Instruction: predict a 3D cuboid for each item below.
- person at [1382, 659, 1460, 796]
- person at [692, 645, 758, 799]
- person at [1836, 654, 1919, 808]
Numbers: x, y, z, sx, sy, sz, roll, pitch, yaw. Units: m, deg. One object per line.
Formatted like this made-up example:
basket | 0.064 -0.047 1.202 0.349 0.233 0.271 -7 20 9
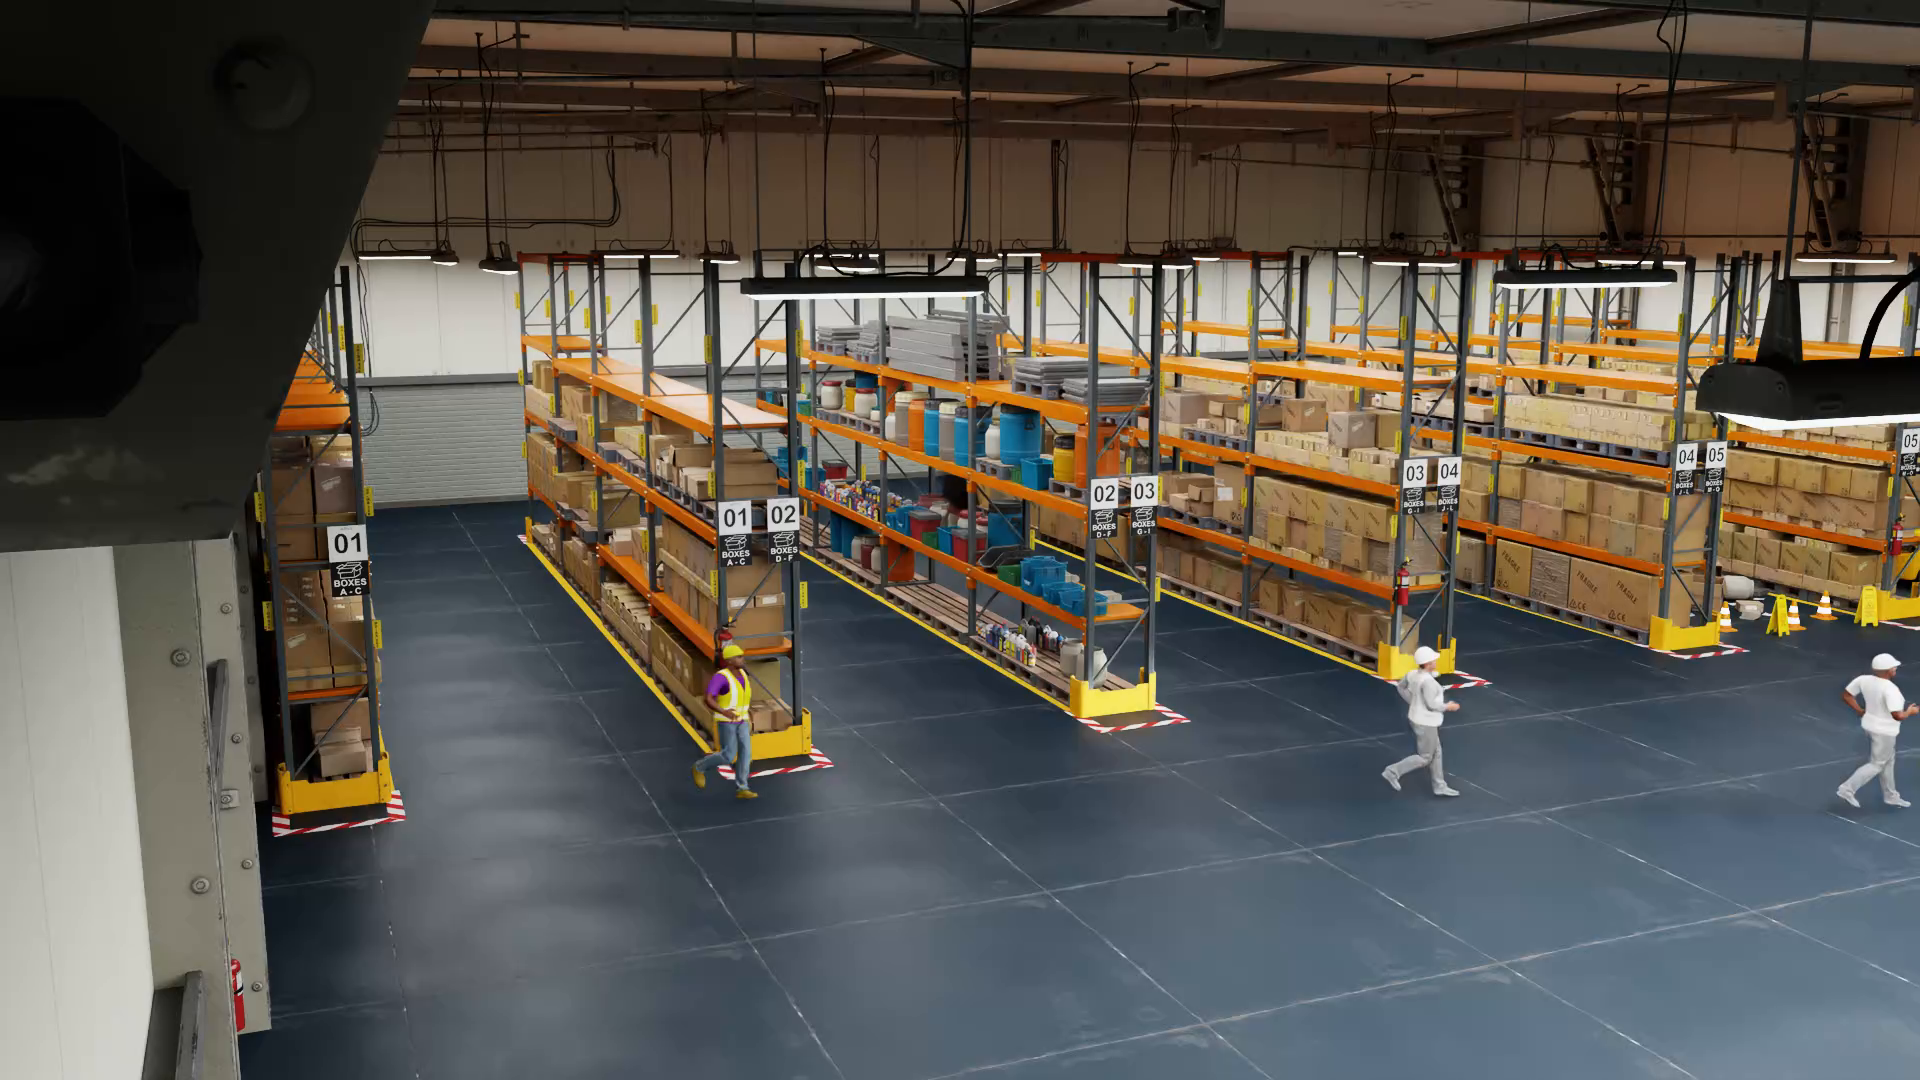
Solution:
person | 5.240 2.092 18.812 0.936 1.717 0.661 -1 10 -3
person | -2.576 2.060 19.009 0.892 1.722 0.764 6 12 30
person | 10.176 2.118 18.375 0.917 1.765 0.701 0 10 -1
